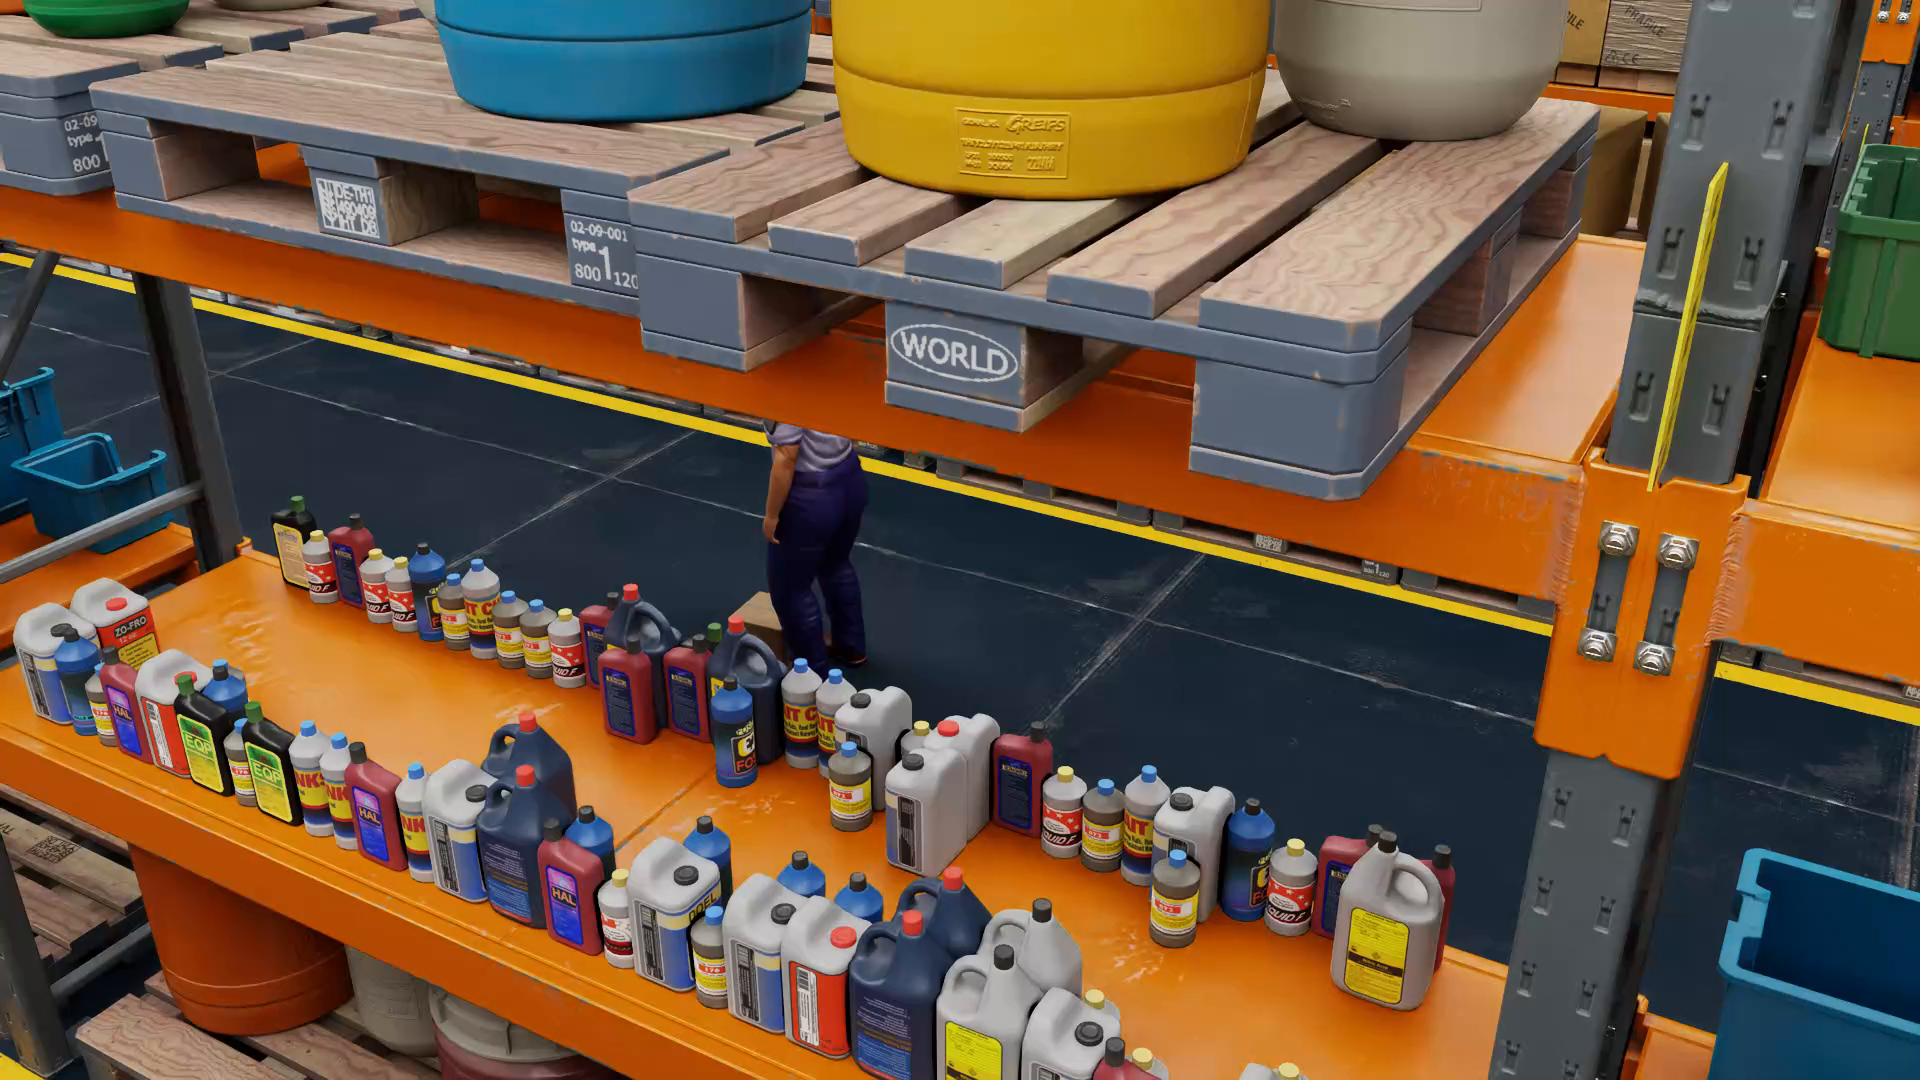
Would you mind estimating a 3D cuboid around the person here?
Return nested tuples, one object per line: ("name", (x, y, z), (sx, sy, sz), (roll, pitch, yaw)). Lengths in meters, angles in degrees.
("person", (-0.573, -0.166, 6.470), (0.367, 1.637, 0.547), (14, 30, 26))
